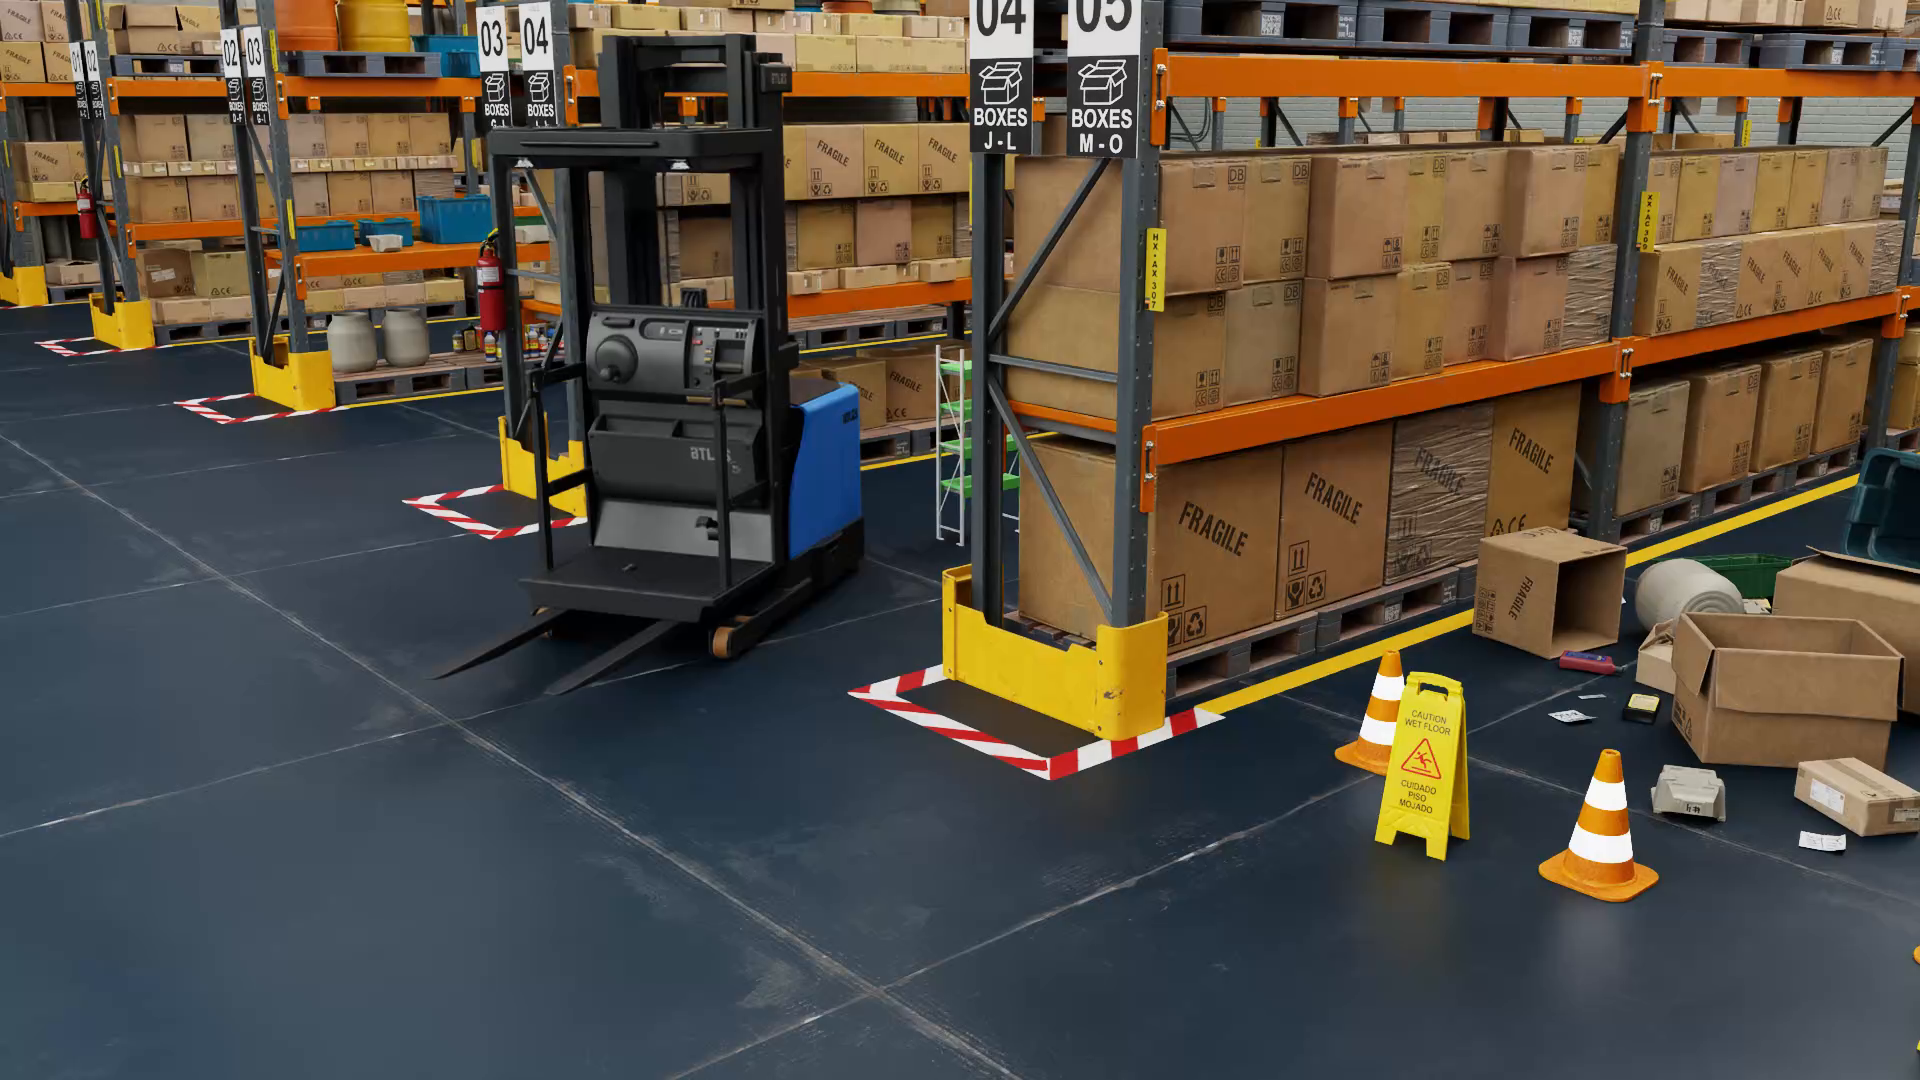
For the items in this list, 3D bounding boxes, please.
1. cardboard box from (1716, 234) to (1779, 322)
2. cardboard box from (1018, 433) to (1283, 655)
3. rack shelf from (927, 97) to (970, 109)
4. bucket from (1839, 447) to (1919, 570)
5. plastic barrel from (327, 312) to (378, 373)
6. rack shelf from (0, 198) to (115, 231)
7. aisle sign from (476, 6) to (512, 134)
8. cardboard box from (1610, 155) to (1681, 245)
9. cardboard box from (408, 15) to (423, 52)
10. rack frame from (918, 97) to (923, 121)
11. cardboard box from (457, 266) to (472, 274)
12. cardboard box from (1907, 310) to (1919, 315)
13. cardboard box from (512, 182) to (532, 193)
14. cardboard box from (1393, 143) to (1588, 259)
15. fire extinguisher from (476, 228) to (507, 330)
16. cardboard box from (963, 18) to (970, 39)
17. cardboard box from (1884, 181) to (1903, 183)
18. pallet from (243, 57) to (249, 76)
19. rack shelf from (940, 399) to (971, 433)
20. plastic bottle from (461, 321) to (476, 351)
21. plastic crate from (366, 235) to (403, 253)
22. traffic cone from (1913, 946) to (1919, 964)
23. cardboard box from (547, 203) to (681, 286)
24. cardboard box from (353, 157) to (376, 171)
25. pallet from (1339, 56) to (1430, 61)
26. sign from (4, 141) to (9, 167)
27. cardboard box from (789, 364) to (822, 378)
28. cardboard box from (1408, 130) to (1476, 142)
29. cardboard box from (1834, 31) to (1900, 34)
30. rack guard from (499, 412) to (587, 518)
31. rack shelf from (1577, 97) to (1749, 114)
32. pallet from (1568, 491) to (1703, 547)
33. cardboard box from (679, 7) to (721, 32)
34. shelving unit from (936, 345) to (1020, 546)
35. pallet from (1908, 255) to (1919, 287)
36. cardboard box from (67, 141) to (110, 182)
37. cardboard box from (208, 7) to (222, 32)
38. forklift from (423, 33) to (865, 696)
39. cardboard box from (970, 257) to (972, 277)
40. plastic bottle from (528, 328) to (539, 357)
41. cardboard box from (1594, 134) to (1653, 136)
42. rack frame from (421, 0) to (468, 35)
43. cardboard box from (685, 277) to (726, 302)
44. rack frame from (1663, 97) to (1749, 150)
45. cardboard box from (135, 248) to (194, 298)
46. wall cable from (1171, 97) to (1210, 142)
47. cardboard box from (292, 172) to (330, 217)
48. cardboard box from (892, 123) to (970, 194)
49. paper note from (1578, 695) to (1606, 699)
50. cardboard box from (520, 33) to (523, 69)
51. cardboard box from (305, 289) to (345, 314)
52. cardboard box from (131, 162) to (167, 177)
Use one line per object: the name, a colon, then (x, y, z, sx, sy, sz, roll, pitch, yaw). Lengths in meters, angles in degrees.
cardboard box: (4.773, -1.668, 10.488, 0.500, 0.500, 0.500, -13, 20, -40)
cardboard box: (0.891, -0.039, 7.889, 0.875, 0.875, 0.875, -13, 19, -39)
rack shelf: (1.305, -7.121, 26.676, 4.000, 0.370, 1.077, -13, 19, -39)
bucket: (4.852, -0.094, 8.187, 0.620, 0.611, 0.726, 5, 12, -23)
plastic barrel: (-5.561, -1.810, 15.219, 0.421, 0.512, 0.421, 0, 15, 0)
rack shelf: (-11.002, -4.602, 23.061, 4.000, 0.370, 1.077, -13, 19, -39)
aisle sign: (-3.000, -3.022, 10.713, 0.004, 0.787, 0.394, -13, 19, -39)
cardboard box: (3.811, -2.030, 9.904, 0.500, 0.500, 0.700, -13, 20, -40)
cardboard box: (-6.792, -6.059, 20.029, 0.500, 0.500, 0.500, -11, 18, -35)
rack frame: (-0.441, -7.321, 31.847, 0.127, 3.000, 1.000, -13, 19, -39)
cardboard box: (-6.122, -3.595, 21.323, 0.500, 0.311, 0.500, -13, 19, -39)
cardboard box: (7.902, -1.685, 13.323, 0.500, 0.250, 0.500, -12, 19, -39)
cardboard box: (-5.696, -4.445, 21.337, 0.258, 0.266, 0.396, -13, 20, -41)
cardboard box: (2.801, -1.836, 8.926, 0.550, 0.550, 0.875, -13, 19, -39)
fire extinguisher: (-3.145, -1.751, 11.143, 0.183, 0.674, 0.296, -13, 19, -39)
cardboard box: (-0.056, -3.826, 12.467, 0.250, 0.149, 0.380, -12, 19, -39)
cardboard box: (7.701, -2.894, 13.793, 0.250, 0.149, 0.380, -12, 19, -38)
pallet: (-7.785, -5.376, 18.924, 1.213, 0.211, 1.003, -13, 19, -39)
rack shelf: (0.125, -0.778, 10.155, 0.480, 0.148, 0.258, -13, 19, -39)
plastic bottle: (-4.834, -2.002, 16.345, 0.133, 0.283, 0.061, -12, 19, -38)
plastic crate: (-5.121, -2.644, 14.846, 0.250, 0.136, 0.298, -13, 19, -39)
traffic cone: (3.226, 1.113, 5.187, 0.334, 0.463, 0.336, -13, 19, -39)
cardboard box: (-2.324, -1.998, 11.147, 0.500, 0.500, 0.875, -13, 19, -39)
cardboard box: (-7.072, -4.427, 19.559, 0.250, 0.149, 0.380, -13, 20, -40)
pallet: (3.729, -4.551, 16.027, 1.003, 0.211, 1.213, -12, 19, -37)
sign: (-12.155, -4.924, 21.193, 0.005, 0.325, 0.100, -13, 19, -39)
cardboard box: (-1.361, -1.026, 12.309, 0.500, 0.500, 0.500, -10, 18, -34)
cardboard box: (4.836, -3.952, 17.094, 0.637, 0.503, 0.797, -12, 19, -38)
cardboard box: (6.151, -3.534, 11.300, 0.250, 0.166, 0.380, -13, 19, -39)
rack guard: (-2.699, -0.523, 11.240, 0.348, 0.500, 1.175, -13, 19, -39)
rack shelf: (7.805, -5.191, 19.454, 4.000, 0.370, 1.077, -13, 19, -39)
pallet: (3.973, -0.211, 10.631, 1.213, 0.211, 1.003, -13, 19, -39)
cardboard box: (-1.776, -3.413, 10.921, 0.250, 0.149, 0.380, -12, 19, -37)
shelving unit: (0.125, -0.608, 10.200, 0.503, 1.200, 0.258, -13, 19, -39)
pallet: (6.926, -2.139, 12.818, 1.003, 0.211, 1.213, -13, 19, -39)
cardboard box: (-11.574, -5.015, 22.010, 0.500, 0.500, 0.500, -13, 19, -39)
cardboard box: (-10.102, -7.046, 22.833, 0.500, 0.500, 0.500, -11, 19, -36)
forklift: (-1.511, -0.949, 8.124, 1.130, 2.935, 3.031, 5, 16, 18)
cardboard box: (0.097, -2.140, 12.937, 0.250, 0.149, 0.380, -13, 19, -39)
plastic bottle: (-4.101, -1.898, 15.978, 0.097, 0.271, 0.097, 0, 15, 0)
cardboard box: (8.010, -4.660, 20.143, 0.500, 0.500, 0.500, -13, 20, -41)
rack frame: (-6.239, -7.223, 19.854, 0.127, 3.000, 1.000, -13, 19, -39)
cardboard box: (-1.810, -1.723, 11.375, 0.250, 0.149, 0.380, -13, 19, -39)
rack frame: (9.314, -4.429, 21.017, 0.127, 3.000, 1.000, -13, 19, -39)
cardboard box: (-9.047, -3.033, 18.853, 0.500, 0.500, 0.500, -13, 19, -39)
wall cable: (4.060, -9.608, 34.800, 0.112, 2.526, 3.097, -13, 19, -39)
cardboard box: (-7.730, -4.035, 19.350, 0.500, 0.500, 0.700, -12, 19, -38)
cardboard box: (-0.274, -2.856, 12.422, 0.500, 0.500, 0.500, -13, 19, -39)
paper note: (2.876, 0.712, 7.563, 0.123, 0.001, 0.032, -3, 15, -11)
cardboard box: (-2.559, -3.226, 10.993, 0.500, 0.250, 0.500, -12, 19, -38)
cardboard box: (-7.573, -2.823, 19.521, 0.500, 0.250, 0.500, -13, 19, -39)
cardboard box: (-8.819, -4.033, 18.087, 0.250, 0.149, 0.380, -13, 20, -40)
